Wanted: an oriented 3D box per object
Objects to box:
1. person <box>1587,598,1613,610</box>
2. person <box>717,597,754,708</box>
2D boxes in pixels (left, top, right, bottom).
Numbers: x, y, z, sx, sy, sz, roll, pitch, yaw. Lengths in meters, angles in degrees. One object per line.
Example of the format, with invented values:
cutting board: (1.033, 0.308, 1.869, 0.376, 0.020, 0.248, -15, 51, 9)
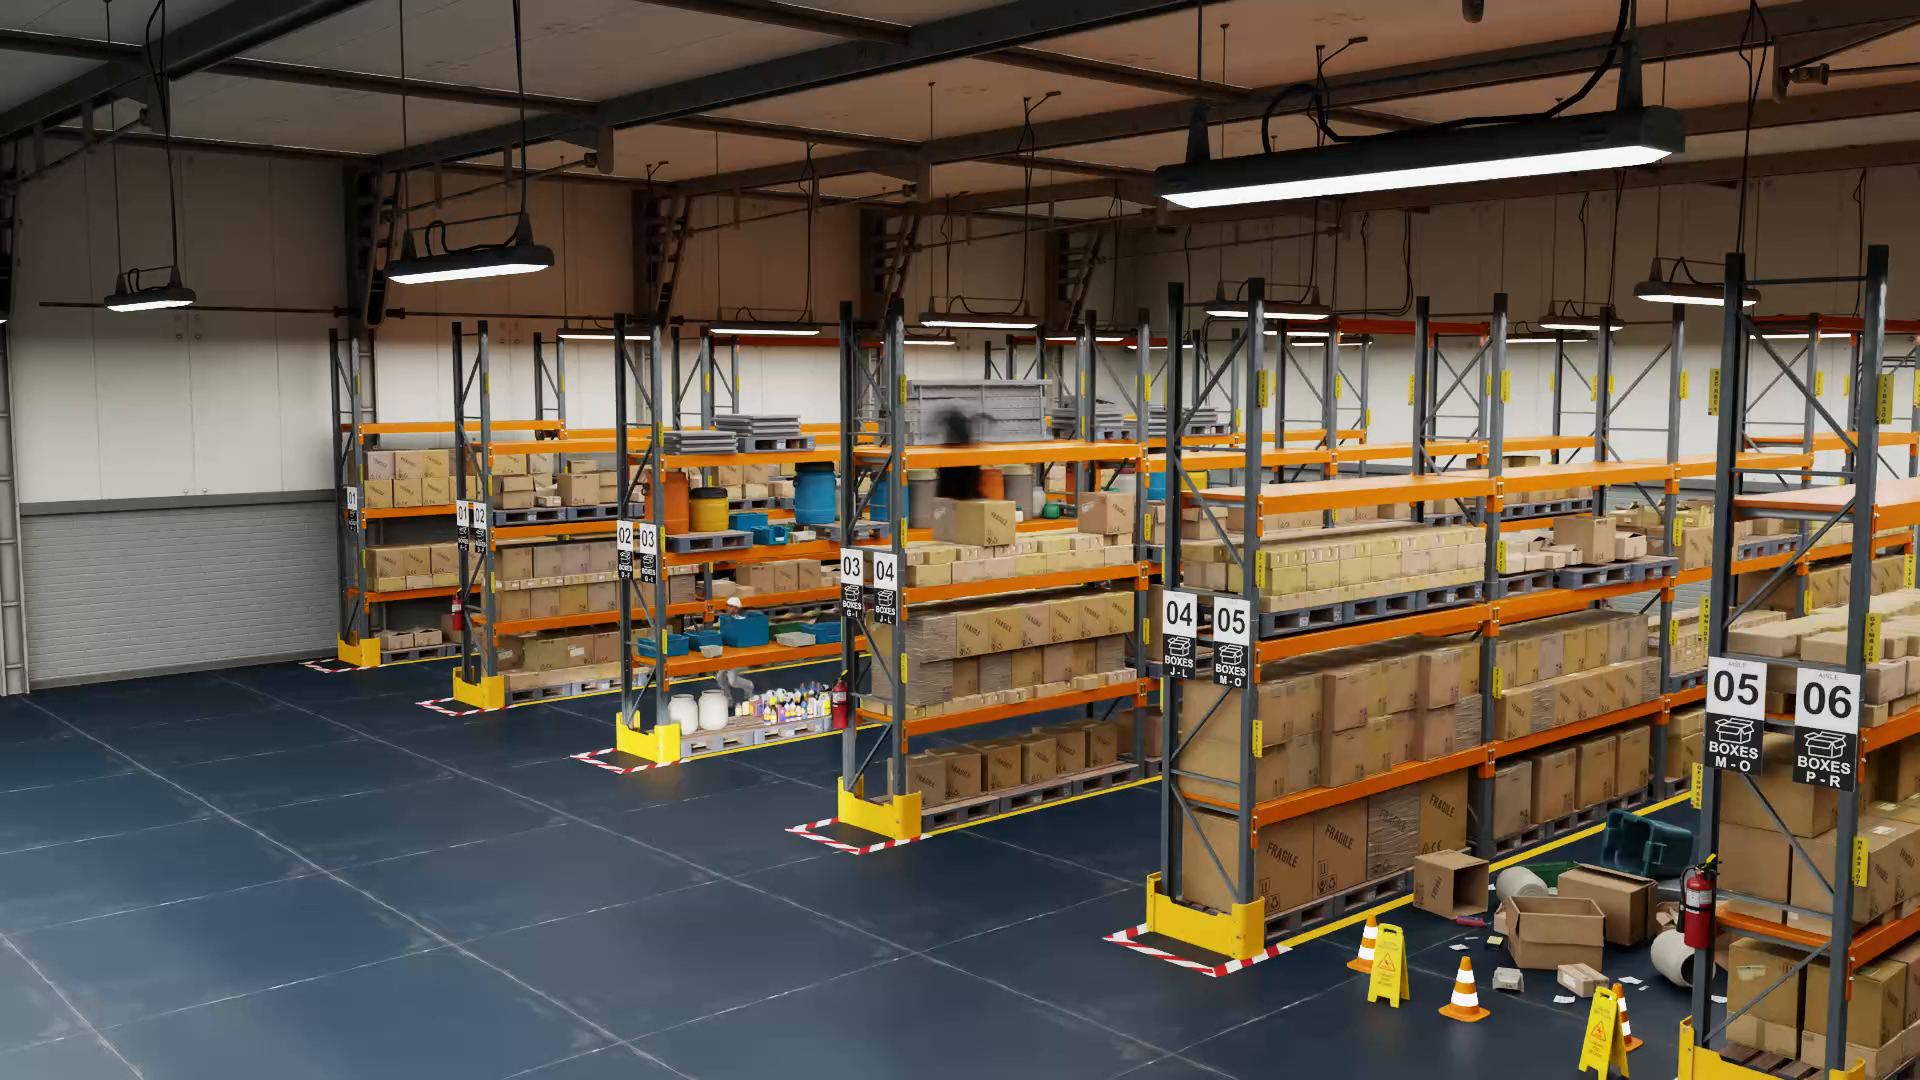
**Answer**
person: (11.664, 1.348, 30.572, 0.596, 1.602, 0.670, -2, 6, -23)
person: (-3.531, 1.750, 25.889, 0.661, 1.724, 0.647, 4, 7, 35)
